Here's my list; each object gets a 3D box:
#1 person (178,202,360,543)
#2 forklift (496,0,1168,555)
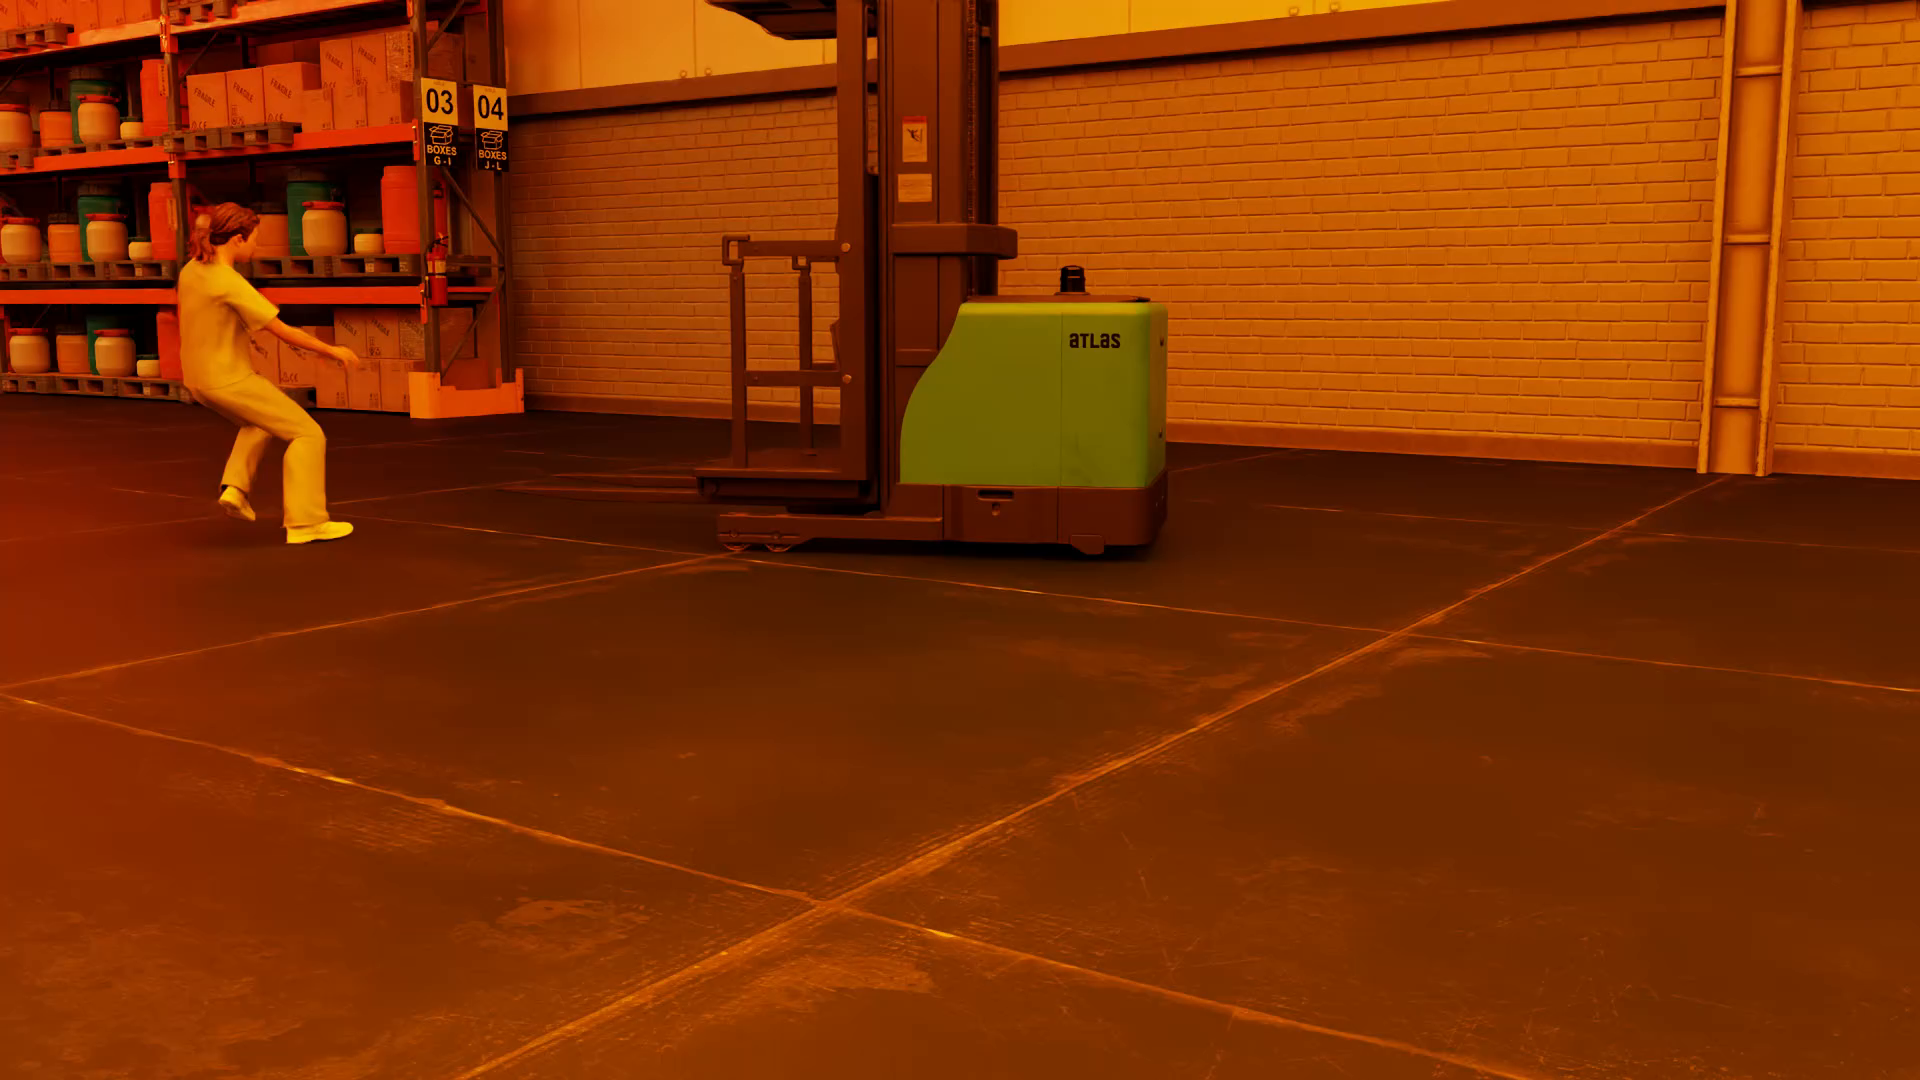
[{"bbox_3d":[-3.201,-0.767,7.610,0.754,1.510,0.666,6,10,36],"label":"person"},{"bbox_3d":[-0.596,-1.469,7.520,3.031,2.935,1.130,2,8,12],"label":"forklift"}]
